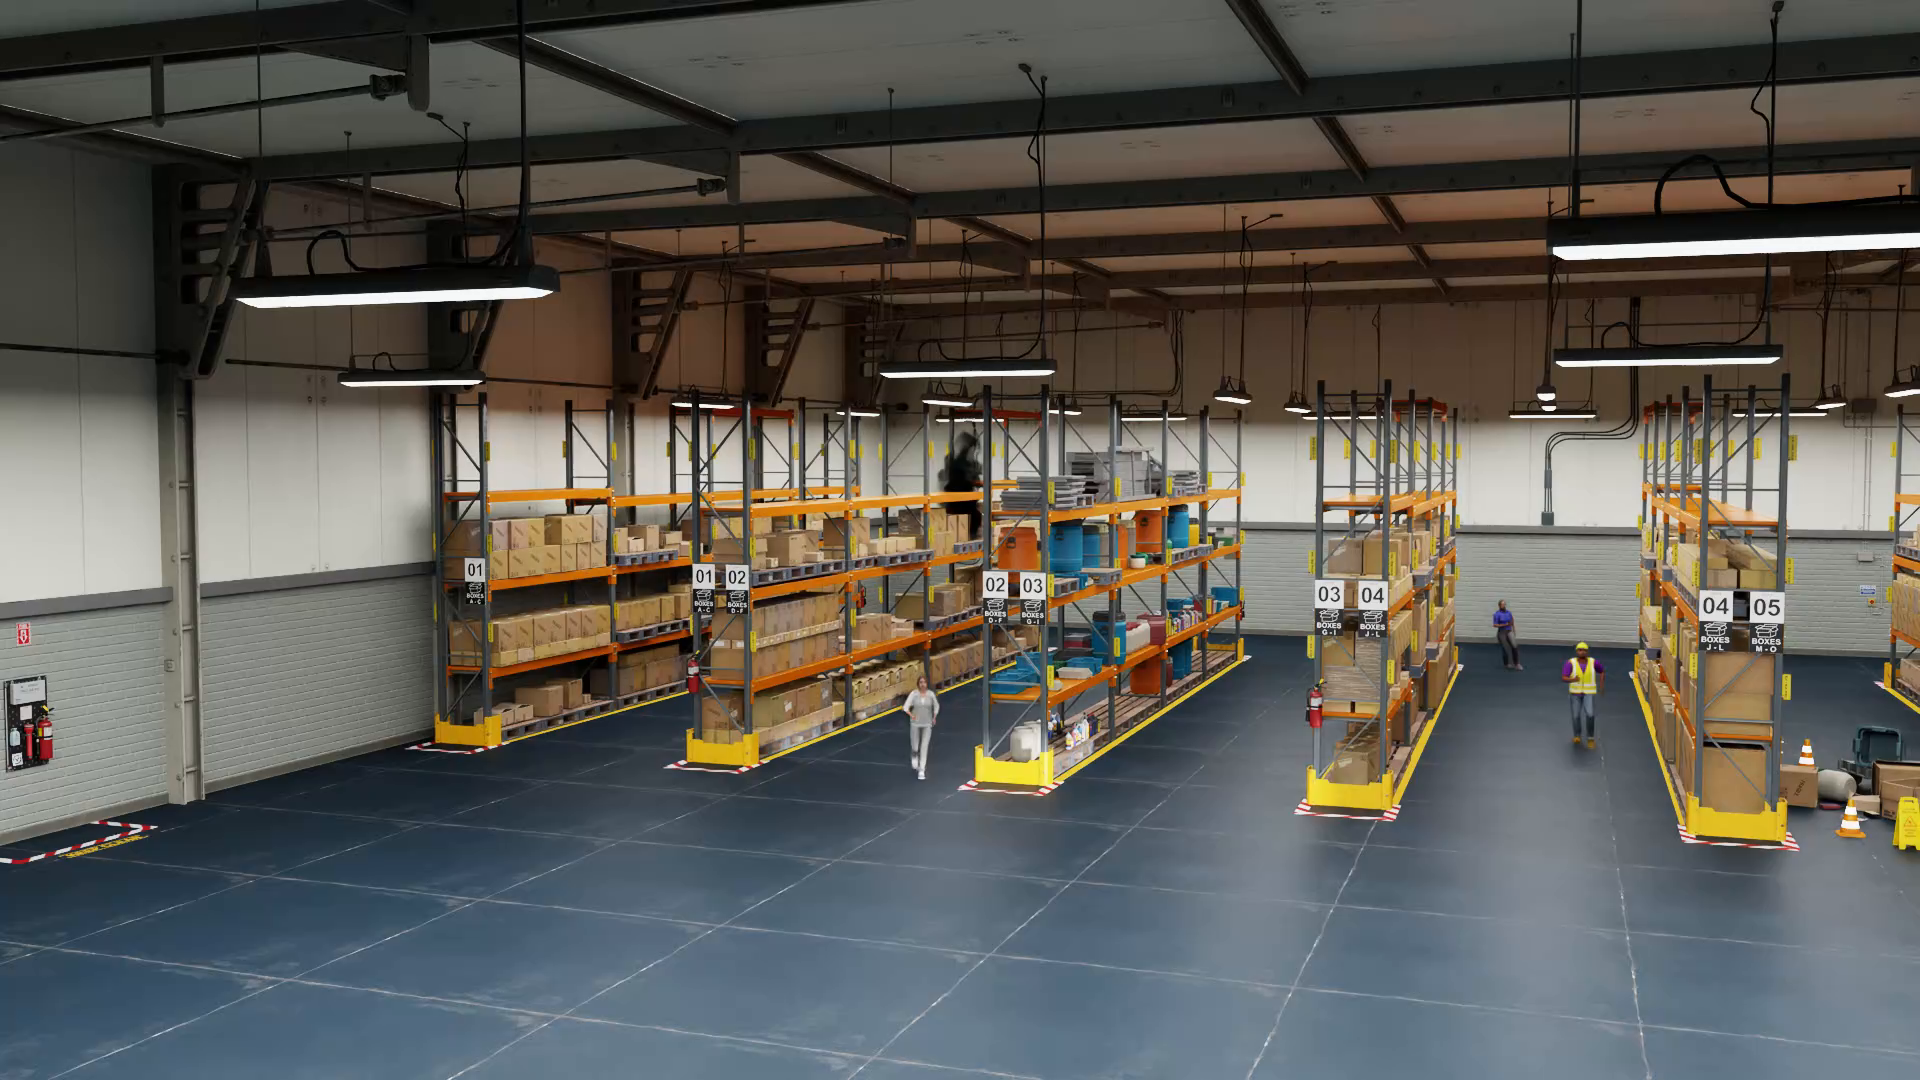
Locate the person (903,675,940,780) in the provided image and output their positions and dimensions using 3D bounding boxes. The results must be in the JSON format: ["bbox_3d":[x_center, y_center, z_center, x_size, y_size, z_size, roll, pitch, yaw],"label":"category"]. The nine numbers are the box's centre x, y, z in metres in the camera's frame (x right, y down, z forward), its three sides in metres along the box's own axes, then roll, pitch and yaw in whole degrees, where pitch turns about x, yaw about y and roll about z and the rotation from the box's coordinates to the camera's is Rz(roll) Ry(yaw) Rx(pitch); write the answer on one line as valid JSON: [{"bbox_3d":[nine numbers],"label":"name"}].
[{"bbox_3d":[-0.592,2.858,25.599,0.570,1.575,0.668,0,3,-5],"label":"person"}]

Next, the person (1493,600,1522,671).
[{"bbox_3d":[12.455,2.162,37.928,0.615,1.592,0.651,0,3,-3],"label":"person"}]

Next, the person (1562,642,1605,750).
[{"bbox_3d":[10.520,2.632,28.086,0.684,1.816,0.731,1,3,21],"label":"person"}]
